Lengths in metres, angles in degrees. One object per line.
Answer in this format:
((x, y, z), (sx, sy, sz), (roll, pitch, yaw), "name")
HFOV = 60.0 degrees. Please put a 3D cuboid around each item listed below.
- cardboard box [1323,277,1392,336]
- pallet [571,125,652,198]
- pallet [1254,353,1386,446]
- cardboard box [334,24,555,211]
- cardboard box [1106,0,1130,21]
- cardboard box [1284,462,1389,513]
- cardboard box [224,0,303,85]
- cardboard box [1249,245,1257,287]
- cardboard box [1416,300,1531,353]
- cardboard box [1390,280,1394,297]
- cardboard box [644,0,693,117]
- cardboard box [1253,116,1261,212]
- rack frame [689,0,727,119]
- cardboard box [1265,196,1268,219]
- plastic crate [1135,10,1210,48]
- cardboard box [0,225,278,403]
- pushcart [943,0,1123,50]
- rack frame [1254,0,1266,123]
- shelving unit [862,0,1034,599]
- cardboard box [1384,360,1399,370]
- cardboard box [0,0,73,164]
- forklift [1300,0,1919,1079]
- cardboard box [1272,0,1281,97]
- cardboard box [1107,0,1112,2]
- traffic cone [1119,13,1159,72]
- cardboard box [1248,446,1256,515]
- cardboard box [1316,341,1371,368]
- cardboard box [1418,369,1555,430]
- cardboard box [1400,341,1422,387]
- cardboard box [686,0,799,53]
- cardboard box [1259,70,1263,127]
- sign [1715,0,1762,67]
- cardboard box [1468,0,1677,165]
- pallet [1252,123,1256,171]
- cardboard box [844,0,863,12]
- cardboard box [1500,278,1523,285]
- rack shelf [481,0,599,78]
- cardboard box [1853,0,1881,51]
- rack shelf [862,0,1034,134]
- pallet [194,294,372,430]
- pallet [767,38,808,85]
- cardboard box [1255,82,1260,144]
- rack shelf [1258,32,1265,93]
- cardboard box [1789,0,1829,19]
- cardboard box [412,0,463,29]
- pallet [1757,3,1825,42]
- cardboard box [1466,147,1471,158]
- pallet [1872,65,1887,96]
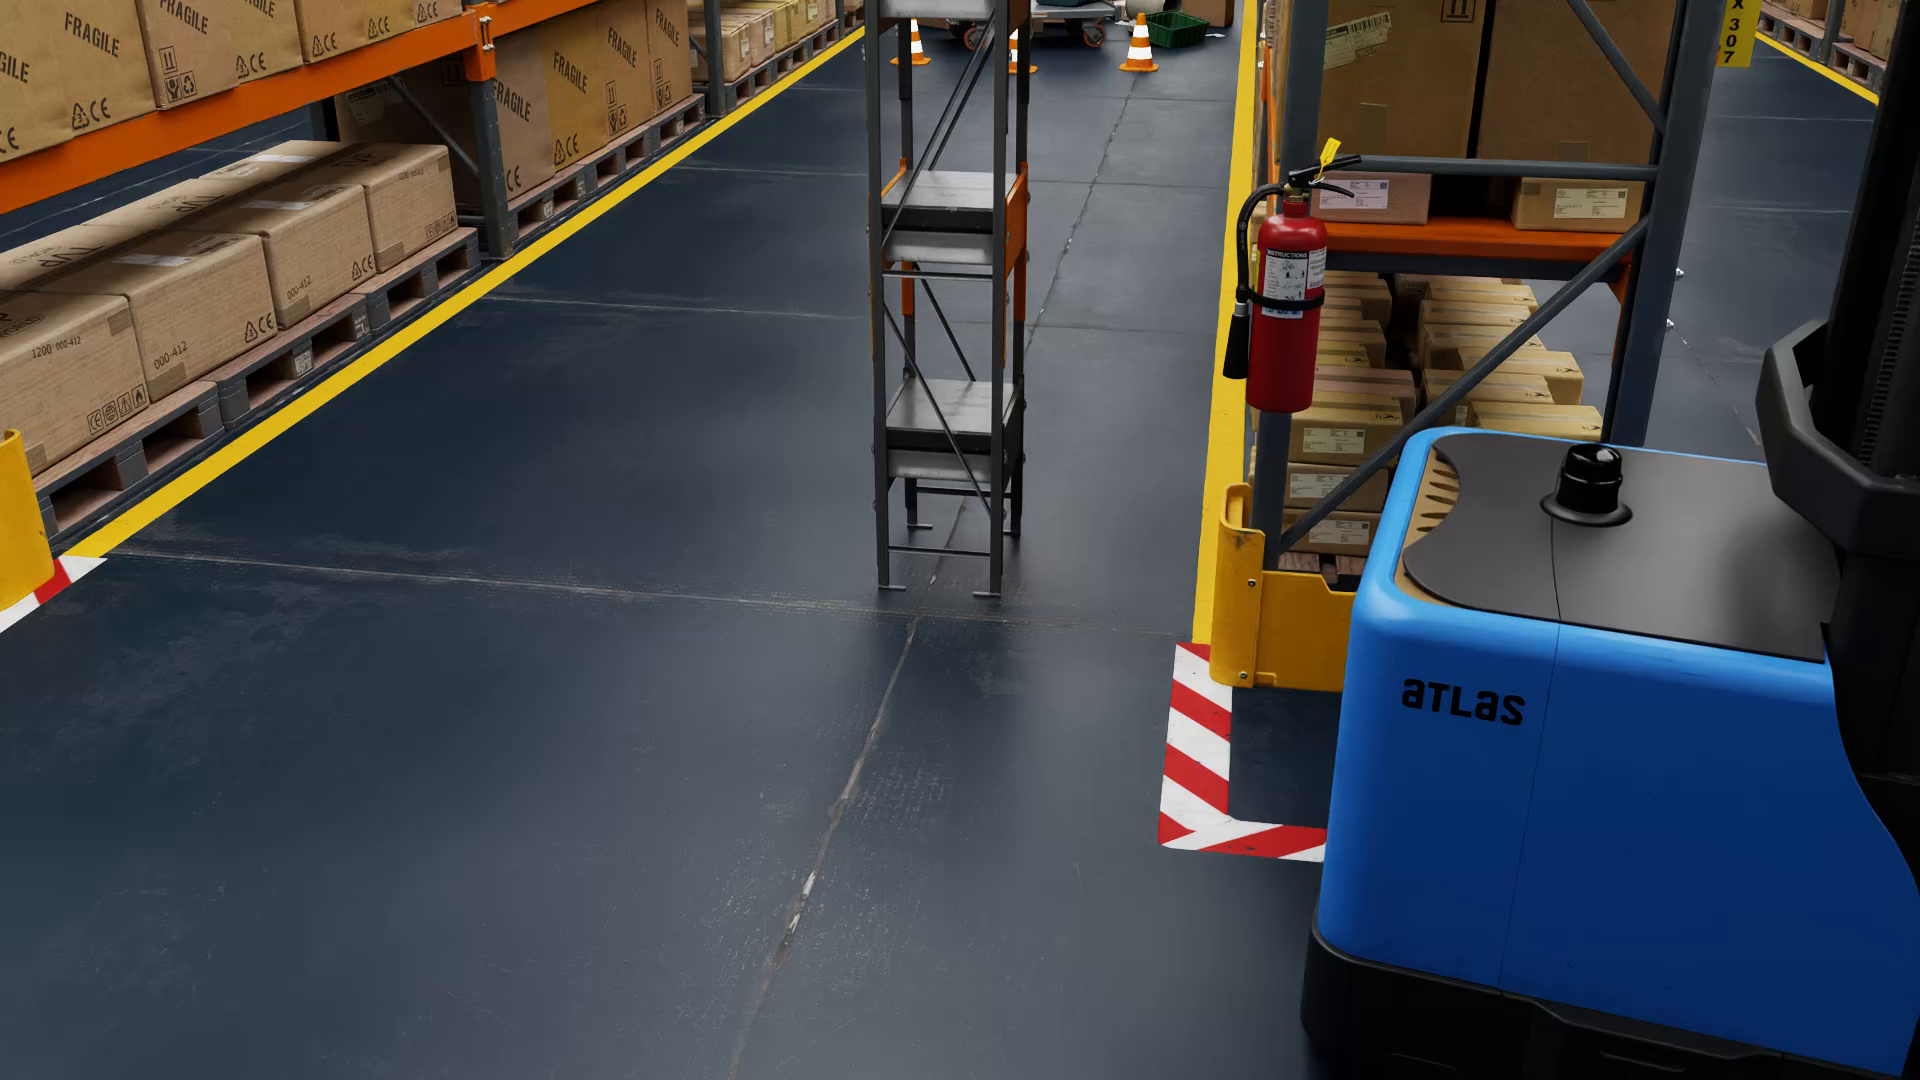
((1.416, -0.885, 6.267), (0.380, 0.149, 0.250), (3, 25, 7), "cardboard box")
((-2.679, -2.487, 10.813), (1.003, 0.211, 1.213), (4, 25, 9), "pallet")
((1.700, -0.551, 6.679), (1.003, 0.211, 1.213), (4, 25, 9), "pallet")
((-2.906, -2.403, 9.356), (0.875, 0.875, 0.875), (5, 26, 10), "cardboard box")
((1.743, -5.563, 17.322), (0.396, 0.266, 0.258), (8, 26, 18), "cardboard box")
((1.123, -0.211, 5.178), (0.380, 0.149, 0.250), (3, 25, 7), "cardboard box")
((-2.999, -2.099, 6.578), (0.500, 0.500, 0.500), (5, 26, 10), "cardboard box")
((1.552, -1.267, 7.786), (0.380, 0.149, 0.250), (5, 26, 10), "cardboard box")
((1.846, -0.745, 5.970), (0.380, 0.149, 0.250), (5, 26, 11), "cardboard box")
((1.952, -0.945, 6.748), (0.380, 0.149, 0.250), (3, 25, 6), "cardboard box")
((-2.469, -3.528, 11.759), (0.875, 0.875, 0.875), (4, 25, 8), "cardboard box")
((1.844, -1.994, 8.926), (0.500, 0.500, 0.500), (4, 25, 8), "cardboard box")
((-2.274, -4.583, 12.003), (1.000, 3.000, 0.127), (4, 25, 9), "rack frame")
((1.608, -1.537, 7.661), (0.380, 0.149, 0.250), (5, 26, 11), "cardboard box")
((2.015, -4.871, 15.867), (0.450, 0.188, 0.662), (29, 36, 30), "plastic crate")
((-3.431, -0.933, 6.732), (0.875, 0.438, 0.875), (5, 25, 10), "cardboard box")
((0.637, -4.931, 15.840), (1.648, 0.377, 0.936), (-5, 25, -10), "pushcart")
((2.626, -4.282, 11.360), (1.000, 3.000, 0.127), (4, 25, 9), "rack frame")
((-0.027, -0.882, 5.157), (0.431, 2.100, 0.503), (4, 25, 9), "shelving unit")
((1.351, -0.533, 5.868), (0.380, 0.149, 0.250), (4, 25, 8), "cardboard box")
((-3.220, -1.463, 5.220), (0.500, 0.500, 0.500), (4, 25, 8), "cardboard box")
((2.279, -0.224, 2.772), (3.031, 2.935, 1.130), (9, 26, 18), "forklift")
((1.300, -1.750, 5.481), (0.500, 0.500, 0.500), (4, 25, 9), "cardboard box")
((1.244, -5.888, 17.736), (0.797, 0.503, 0.637), (-14, 29, -27), "cardboard box")
((1.570, -4.350, 14.497), (0.336, 0.463, 0.334), (4, 25, 9), "traffic cone")
((1.141, -0.184, 5.473), (0.380, 0.149, 0.250), (5, 26, 10), "cardboard box")
((1.169, -0.562, 5.578), (0.380, 0.149, 0.250), (3, 25, 7), "cardboard box")
((1.665, -0.424, 5.283), (0.380, 0.149, 0.250), (4, 25, 9), "cardboard box")
((1.809, -0.608, 6.027), (0.380, 0.149, 0.250), (3, 25, 6), "cardboard box")
((-1.930, -4.444, 14.311), (0.950, 0.372, 0.625), (5, 26, 10), "cardboard box")
((1.844, -2.336, 8.771), (0.500, 0.250, 0.500), (3, 25, 7), "cardboard box")
((1.853, -1.291, 3.948), (0.100, 0.325, 0.005), (4, 25, 9), "sign")
((1.664, -1.285, 4.488), (0.500, 0.500, 0.500), (5, 26, 11), "cardboard box")
((2.496, -2.693, 11.253), (1.003, 0.211, 1.213), (4, 25, 9), "pallet")
((-1.258, -5.429, 16.558), (0.500, 0.250, 0.500), (3, 25, 6), "cardboard box")
((2.030, -1.060, 6.643), (0.380, 0.149, 0.250), (3, 25, 7), "cardboard box")
((-2.601, -3.421, 10.368), (1.077, 0.370, 4.000), (4, 25, 9), "rack shelf")
((8.034, -4.381, 14.001), (0.700, 0.500, 0.500), (2, 25, 4), "cardboard box")
((-0.027, -1.503, 4.866), (0.431, 0.518, 0.480), (4, 25, 9), "rack shelf")
((-3.327, -0.823, 7.258), (1.003, 0.211, 1.213), (4, 25, 9), "pallet")
((-1.944, -4.155, 14.379), (1.003, 0.211, 1.213), (4, 25, 9), "pallet")
((2.100, -2.637, 10.298), (0.500, 0.500, 0.500), (3, 25, 7), "cardboard box")
((2.299, -3.120, 9.726), (1.077, 0.370, 4.000), (4, 25, 9), "rack shelf")
((8.371, -5.297, 15.981), (0.500, 0.500, 0.500), (2, 25, 4), "cardboard box")
((-2.752, -2.744, 7.955), (0.500, 0.500, 0.500), (4, 25, 9), "cardboard box")
((8.428, -5.101, 16.399), (1.003, 0.211, 1.213), (4, 25, 9), "pallet")
((1.699, -1.271, 5.224), (0.380, 0.149, 0.250), (5, 26, 11), "cardboard box")
((7.833, -3.469, 12.912), (1.003, 0.211, 1.213), (4, 25, 9), "pallet")
